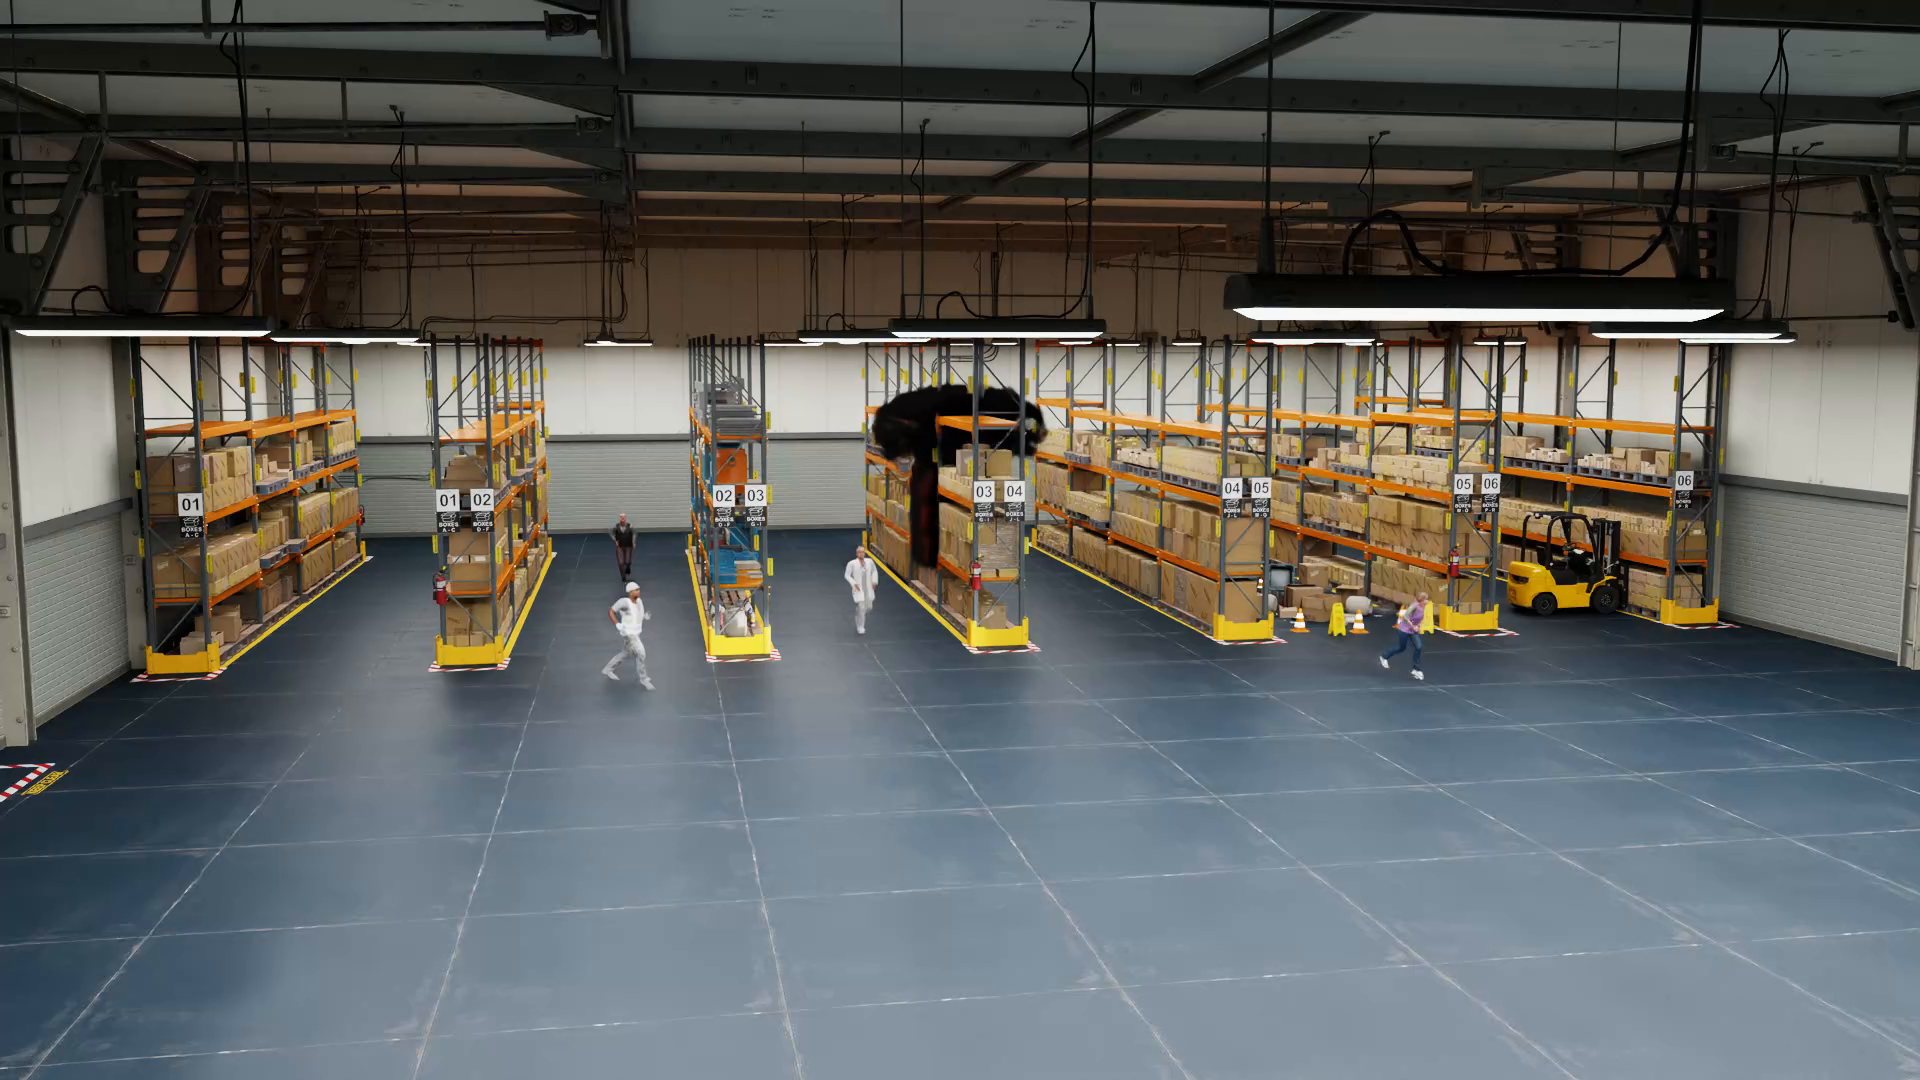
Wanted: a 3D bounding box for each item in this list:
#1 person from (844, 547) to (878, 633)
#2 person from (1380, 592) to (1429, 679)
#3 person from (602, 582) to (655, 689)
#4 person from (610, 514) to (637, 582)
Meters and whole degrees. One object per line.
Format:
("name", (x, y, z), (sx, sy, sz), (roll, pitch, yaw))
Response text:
("person", (-2.000, 1.005, 33.745), (0.723, 1.748, 0.714), (-3, 7, -22))
("person", (7.820, 1.639, 29.276), (0.917, 1.546, 0.573), (6, 9, 42))
("person", (-5.615, 1.628, 28.252), (0.962, 1.846, 0.647), (1, 7, 10))
("person", (-8.337, 0.181, 41.220), (0.661, 1.680, 0.585), (-1, 7, -11))
